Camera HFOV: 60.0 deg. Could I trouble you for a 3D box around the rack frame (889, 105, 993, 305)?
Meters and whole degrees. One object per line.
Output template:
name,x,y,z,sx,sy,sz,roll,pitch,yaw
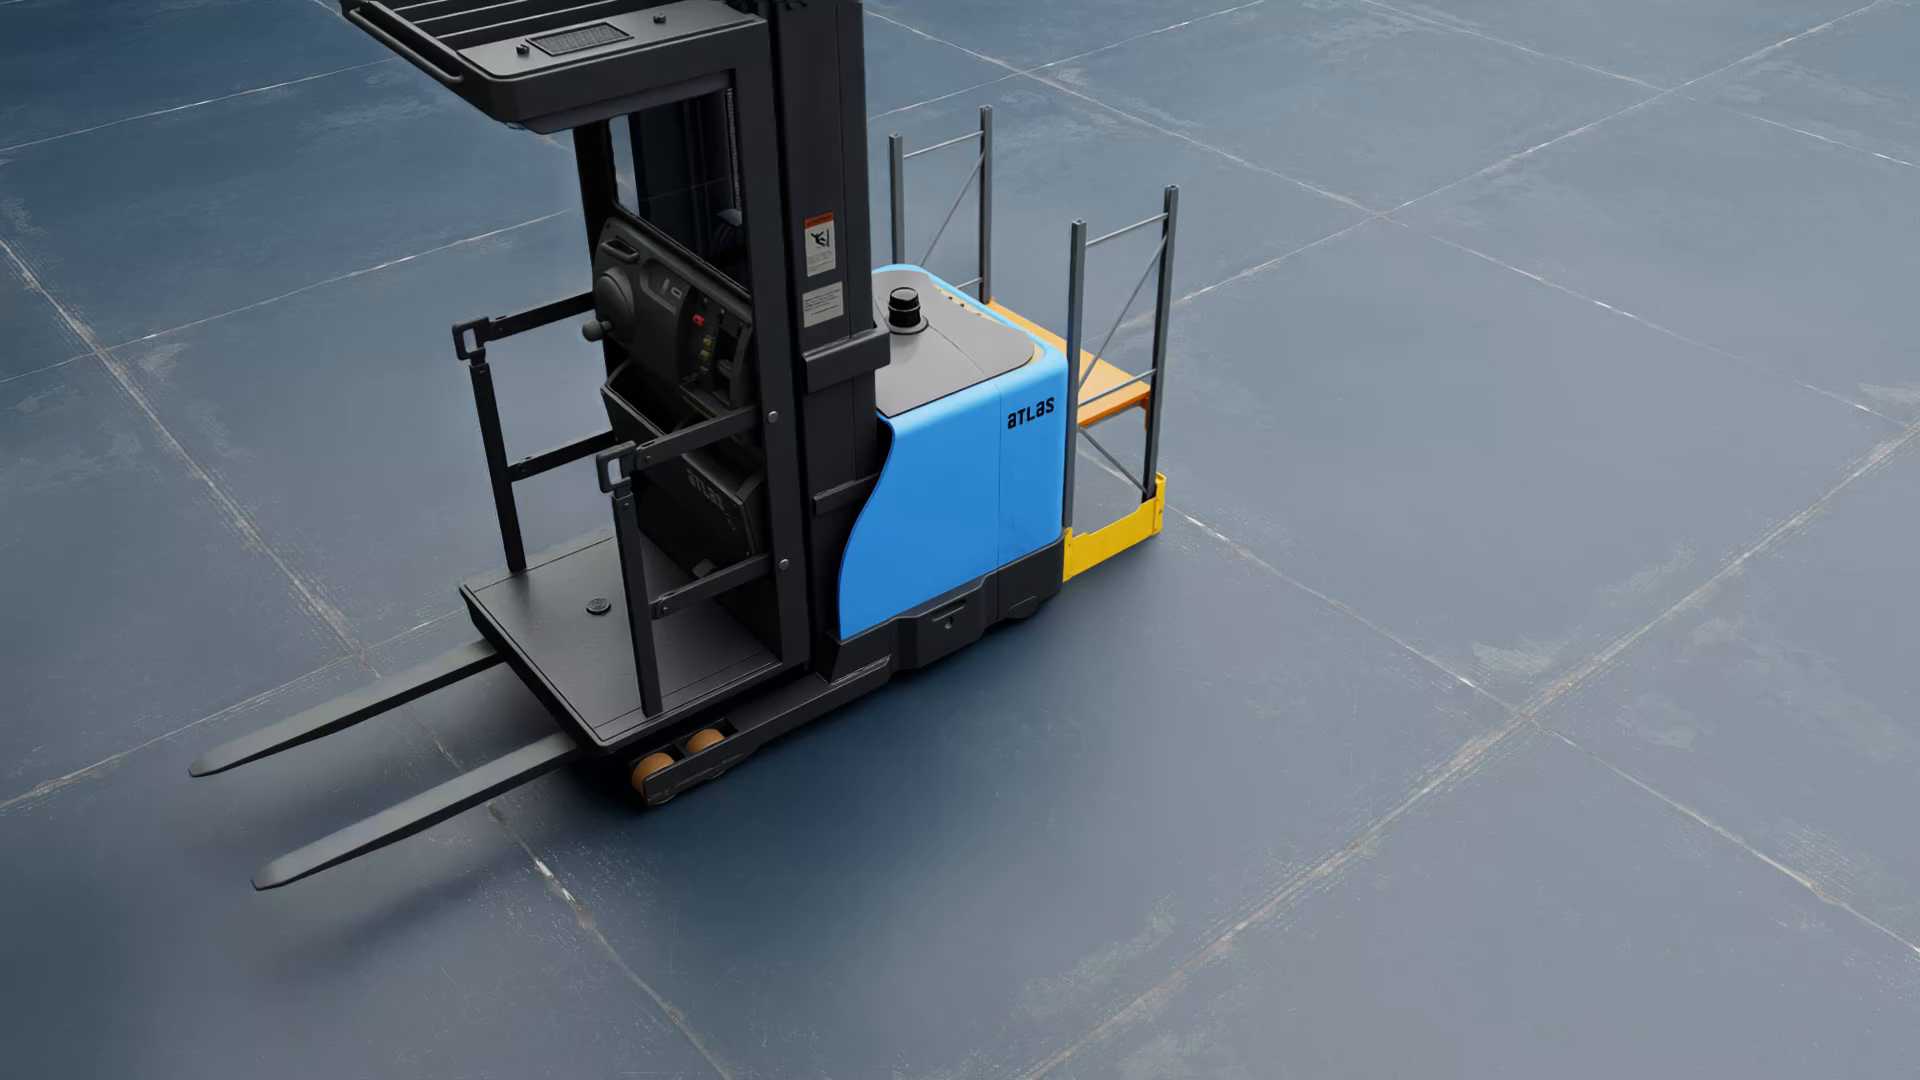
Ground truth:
rack frame,-0.070,-1.014,6.884,0.500,1.500,0.032,-26,43,-32

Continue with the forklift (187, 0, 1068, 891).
forklift,-1.081,-0.669,5.158,3.031,2.935,1.130,-24,42,-30

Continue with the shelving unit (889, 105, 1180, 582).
shelving unit,0.262,-0.785,6.561,0.587,1.500,1.083,-26,43,-32

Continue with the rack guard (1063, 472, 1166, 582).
rack guard,0.582,-0.054,6.610,0.587,0.250,0.087,-26,43,-32

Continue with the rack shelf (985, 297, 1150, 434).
rack shelf,0.257,-0.642,6.670,0.538,0.185,1.000,-26,43,-32

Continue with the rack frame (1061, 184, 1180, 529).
rack frame,0.583,-0.564,6.248,0.500,1.500,0.032,-26,43,-32
